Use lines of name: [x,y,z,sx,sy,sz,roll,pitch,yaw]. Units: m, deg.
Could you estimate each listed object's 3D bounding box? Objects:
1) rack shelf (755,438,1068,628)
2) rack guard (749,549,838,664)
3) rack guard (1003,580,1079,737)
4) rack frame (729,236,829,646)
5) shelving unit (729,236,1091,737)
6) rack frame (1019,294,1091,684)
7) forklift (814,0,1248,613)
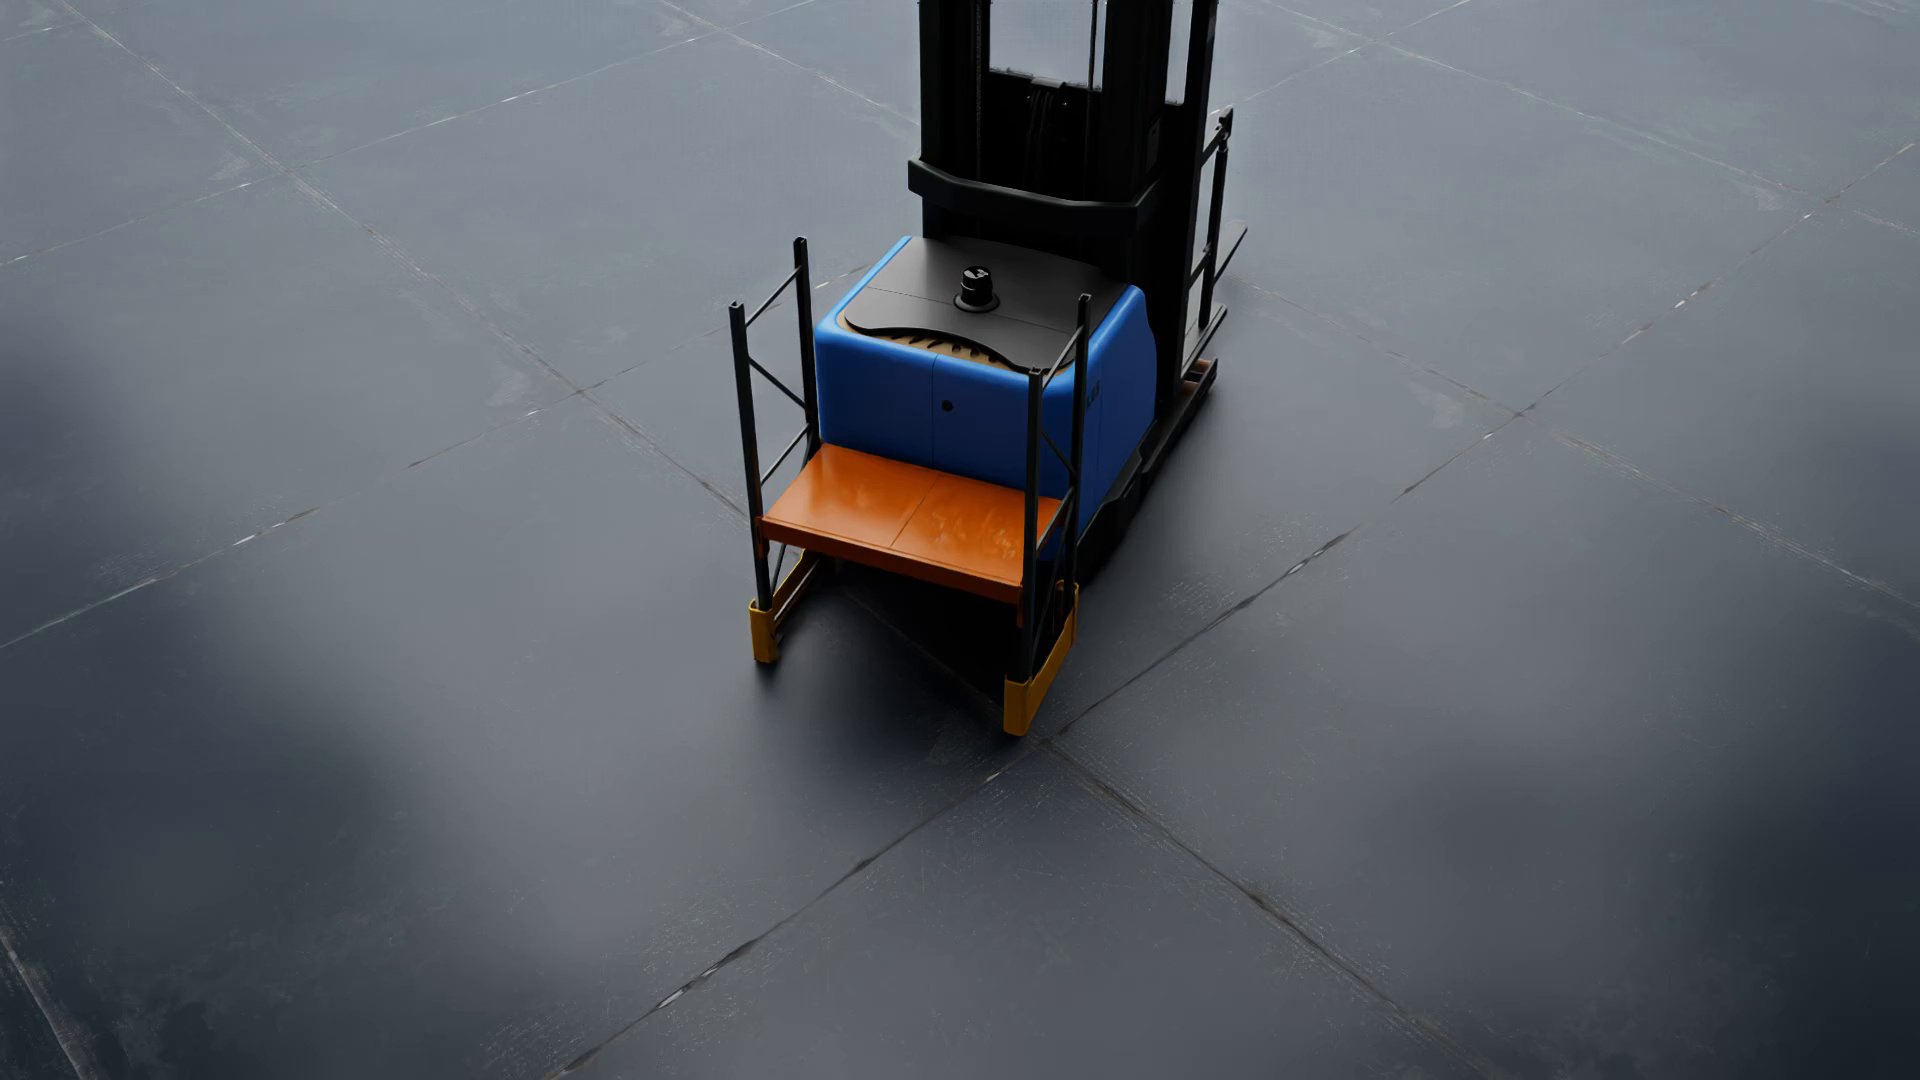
rack shelf: [-0.157,-0.040,5.892,1.000,0.185,0.538,14,41,17]
rack guard: [-0.626,0.186,6.321,0.087,0.250,0.587,14,41,17]
rack guard: [0.296,0.422,6.028,0.087,0.250,0.587,14,41,17]
rack frame: [-0.627,-0.300,5.928,0.032,1.500,0.500,14,41,17]
shelving unit: [-0.165,-0.182,5.782,1.083,1.500,0.587,14,41,17]
rack frame: [0.314,-0.059,5.630,0.032,1.500,0.500,14,41,17]
forklift: [0.520,-1.789,6.633,1.130,2.935,3.031,16,42,19]
